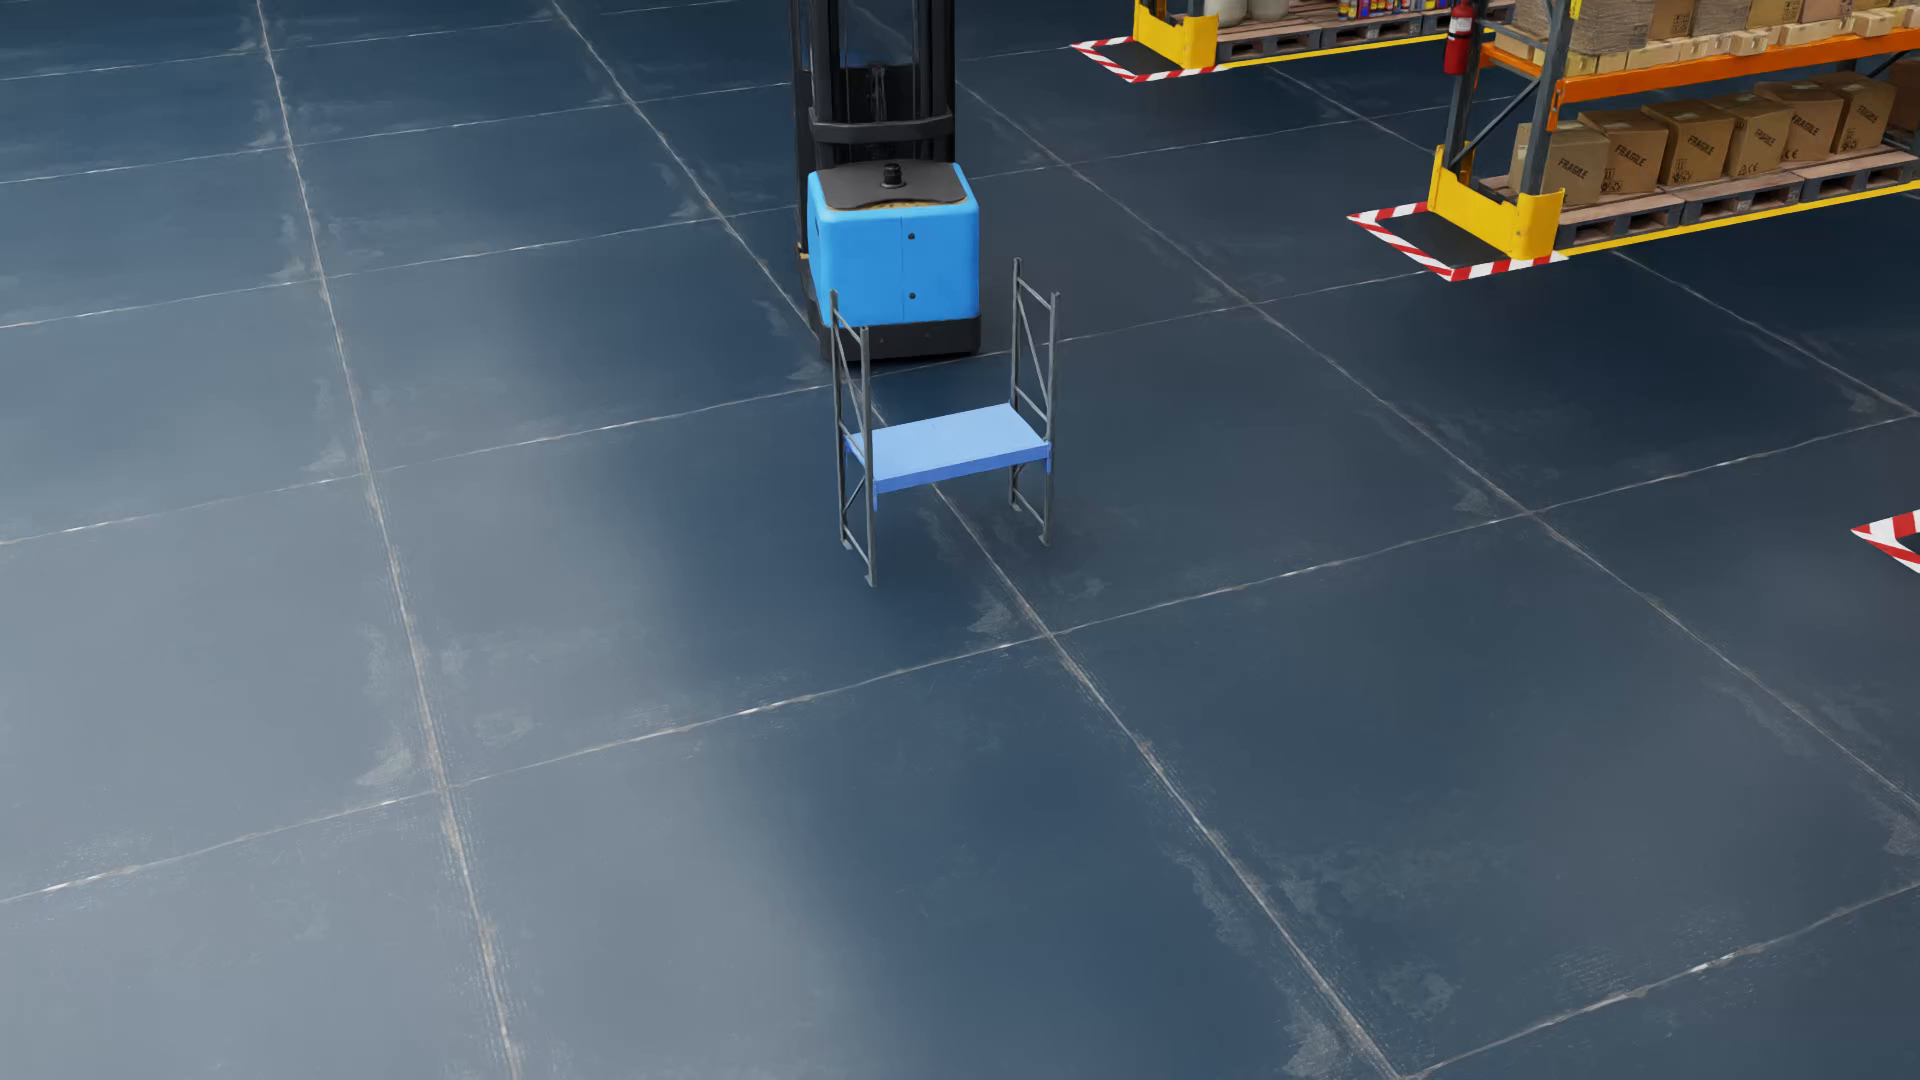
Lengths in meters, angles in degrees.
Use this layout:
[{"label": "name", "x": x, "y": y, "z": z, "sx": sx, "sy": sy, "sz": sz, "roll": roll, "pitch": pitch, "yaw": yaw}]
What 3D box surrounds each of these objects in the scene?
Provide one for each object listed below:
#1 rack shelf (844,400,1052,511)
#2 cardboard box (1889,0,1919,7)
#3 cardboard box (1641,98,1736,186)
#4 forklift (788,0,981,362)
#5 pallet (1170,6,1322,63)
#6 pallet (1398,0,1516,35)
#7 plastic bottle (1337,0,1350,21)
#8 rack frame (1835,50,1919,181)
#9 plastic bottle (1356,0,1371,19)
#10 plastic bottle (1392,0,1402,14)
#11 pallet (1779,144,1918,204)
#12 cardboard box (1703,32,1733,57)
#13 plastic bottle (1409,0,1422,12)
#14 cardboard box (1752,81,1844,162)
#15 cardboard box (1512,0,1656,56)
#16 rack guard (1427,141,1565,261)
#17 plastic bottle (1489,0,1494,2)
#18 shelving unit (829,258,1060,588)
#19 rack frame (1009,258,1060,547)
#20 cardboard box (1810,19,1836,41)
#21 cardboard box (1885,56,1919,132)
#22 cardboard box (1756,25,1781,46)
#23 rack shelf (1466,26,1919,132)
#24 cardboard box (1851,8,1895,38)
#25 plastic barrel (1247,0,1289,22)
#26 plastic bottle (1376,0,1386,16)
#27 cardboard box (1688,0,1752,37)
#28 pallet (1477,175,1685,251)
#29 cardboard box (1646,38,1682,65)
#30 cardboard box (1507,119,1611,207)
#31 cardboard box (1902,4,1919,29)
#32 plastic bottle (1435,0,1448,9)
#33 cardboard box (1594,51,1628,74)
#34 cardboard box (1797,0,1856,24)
[{"label": "rack shelf", "x": -0.079, "y": -0.460, "z": 8.829, "sx": 1.000, "sy": 0.185, "sz": 0.538, "roll": -13, "pitch": 35, "yaw": -19}, {"label": "cardboard box", "x": 7.256, "y": -4.585, "z": 13.100, "sx": 0.500, "sy": 0.500, "sz": 0.875, "roll": -13, "pitch": 35, "yaw": -19}, {"label": "cardboard box", "x": 5.711, "y": -3.155, "z": 13.174, "sx": 0.500, "sy": 0.500, "sz": 0.500, "roll": -10, "pitch": 34, "yaw": -14}, {"label": "forklift", "x": -0.620, "y": -3.179, "z": 11.367, "sx": 1.130, "sy": 2.935, "sz": 3.031, "roll": -5, "pitch": 33, "yaw": -8}, {"label": "pallet", "x": 2.892, "y": -5.168, "z": 16.917, "sx": 1.213, "sy": 0.211, "sz": 1.003, "roll": -13, "pitch": 35, "yaw": -19}, {"label": "pallet", "x": 5.142, "y": -5.683, "z": 17.709, "sx": 1.213, "sy": 0.211, "sz": 1.003, "roll": -13, "pitch": 35, "yaw": -19}, {"label": "plastic bottle", "x": 3.881, "y": -5.395, "z": 16.808, "sx": 0.097, "sy": 0.271, "sz": 0.097, "roll": 0, "pitch": 33, "yaw": 0}, {"label": "rack frame", "x": 7.695, "y": -4.482, "z": 13.306, "sx": 0.127, "sy": 3.000, "sz": 1.000, "roll": -13, "pitch": 35, "yaw": -19}, {"label": "plastic bottle", "x": 4.097, "y": -5.439, "z": 16.864, "sx": 0.133, "sy": 0.283, "sz": 0.061, "roll": -12, "pitch": 35, "yaw": -18}, {"label": "plastic bottle", "x": 4.477, "y": -5.531, "z": 17.017, "sx": 0.097, "sy": 0.271, "sz": 0.097, "roll": 0, "pitch": 33, "yaw": 0}, {"label": "pallet", "x": 7.089, "y": -3.154, "z": 13.821, "sx": 1.213, "sy": 0.211, "sz": 1.003, "roll": -13, "pitch": 35, "yaw": -19}, {"label": "cardboard box", "x": 5.512, "y": -3.740, "z": 12.396, "sx": 0.250, "sy": 0.149, "sz": 0.380, "roll": -13, "pitch": 35, "yaw": -19}, {"label": "plastic bottle", "x": 4.669, "y": -5.594, "z": 17.108, "sx": 0.135, "sy": 0.276, "sz": 0.152, "roll": -12, "pitch": 35, "yaw": -18}, {"label": "cardboard box", "x": 6.785, "y": -3.421, "z": 13.583, "sx": 0.500, "sy": 0.500, "sz": 0.500, "roll": -2, "pitch": 33, "yaw": -4}, {"label": "cardboard box", "x": 4.524, "y": -3.907, "z": 12.057, "sx": 0.500, "sy": 0.500, "sz": 0.875, "roll": -13, "pitch": 35, "yaw": -19}, {"label": "rack guard", "x": 4.077, "y": -2.606, "z": 12.715, "sx": 0.348, "sy": 0.500, "sz": 1.175, "roll": -13, "pitch": 35, "yaw": -19}, {"label": "plastic bottle", "x": 5.563, "y": -5.751, "z": 17.419, "sx": 0.097, "sy": 0.201, "sz": 0.097, "roll": 0, "pitch": 33, "yaw": 0}, {"label": "shelving unit", "x": -0.079, "y": -0.611, "z": 8.731, "sx": 1.048, "sy": 1.500, "sz": 0.538, "roll": -13, "pitch": 35, "yaw": -19}, {"label": "rack frame", "x": 0.390, "y": -0.718, "z": 8.896, "sx": 0.032, "sy": 1.500, "sz": 0.500, "roll": -13, "pitch": 35, "yaw": -19}, {"label": "cardboard box", "x": 6.438, "y": -3.945, "z": 12.711, "sx": 0.250, "sy": 0.149, "sz": 0.380, "roll": -13, "pitch": 35, "yaw": -19}, {"label": "cardboard box", "x": 8.269, "y": -3.738, "z": 14.051, "sx": 0.500, "sy": 0.500, "sz": 0.700, "roll": -16, "pitch": 36, "yaw": -23}, {"label": "cardboard box", "x": 5.961, "y": -3.860, "z": 12.580, "sx": 0.250, "sy": 0.149, "sz": 0.380, "roll": -13, "pitch": 35, "yaw": -19}, {"label": "rack shelf", "x": 5.851, "y": -3.758, "z": 12.853, "sx": 4.000, "sy": 0.370, "sz": 1.077, "roll": -13, "pitch": 35, "yaw": -19}, {"label": "cardboard box", "x": 6.935, "y": -4.004, "z": 12.802, "sx": 0.250, "sy": 0.149, "sz": 0.380, "roll": -13, "pitch": 35, "yaw": -19}, {"label": "plastic barrel", "x": 3.129, "y": -5.545, "z": 16.835, "sx": 0.421, "sy": 0.512, "sz": 0.421, "roll": 0, "pitch": 33, "yaw": 0}, {"label": "plastic bottle", "x": 4.290, "y": -5.489, "z": 16.951, "sx": 0.097, "sy": 0.271, "sz": 0.097, "roll": 0, "pitch": 33, "yaw": 0}, {"label": "cardboard box", "x": 5.417, "y": -4.156, "z": 12.441, "sx": 0.500, "sy": 0.500, "sz": 0.875, "roll": -13, "pitch": 35, "yaw": -19}, {"label": "pallet", "x": 4.839, "y": -2.639, "z": 13.030, "sx": 1.213, "sy": 0.211, "sz": 1.003, "roll": -13, "pitch": 35, "yaw": -19}, {"label": "cardboard box", "x": 5.058, "y": -3.624, "z": 12.218, "sx": 0.250, "sy": 0.149, "sz": 0.380, "roll": -13, "pitch": 35, "yaw": -19}, {"label": "cardboard box", "x": 4.589, "y": -2.889, "z": 12.765, "sx": 0.500, "sy": 0.500, "sz": 0.500, "roll": -7, "pitch": 34, "yaw": -10}, {"label": "cardboard box", "x": 7.376, "y": -4.136, "z": 13.004, "sx": 0.250, "sy": 0.149, "sz": 0.380, "roll": -13, "pitch": 35, "yaw": -19}, {"label": "plastic bottle", "x": 4.984, "y": -5.642, "z": 17.176, "sx": 0.133, "sy": 0.283, "sz": 0.061, "roll": -11, "pitch": 35, "yaw": -16}, {"label": "cardboard box", "x": 4.600, "y": -3.516, "z": 12.051, "sx": 0.250, "sy": 0.149, "sz": 0.380, "roll": -13, "pitch": 35, "yaw": -19}, {"label": "cardboard box", "x": 6.359, "y": -4.341, "z": 12.724, "sx": 0.500, "sy": 0.500, "sz": 0.875, "roll": -13, "pitch": 35, "yaw": -19}]
